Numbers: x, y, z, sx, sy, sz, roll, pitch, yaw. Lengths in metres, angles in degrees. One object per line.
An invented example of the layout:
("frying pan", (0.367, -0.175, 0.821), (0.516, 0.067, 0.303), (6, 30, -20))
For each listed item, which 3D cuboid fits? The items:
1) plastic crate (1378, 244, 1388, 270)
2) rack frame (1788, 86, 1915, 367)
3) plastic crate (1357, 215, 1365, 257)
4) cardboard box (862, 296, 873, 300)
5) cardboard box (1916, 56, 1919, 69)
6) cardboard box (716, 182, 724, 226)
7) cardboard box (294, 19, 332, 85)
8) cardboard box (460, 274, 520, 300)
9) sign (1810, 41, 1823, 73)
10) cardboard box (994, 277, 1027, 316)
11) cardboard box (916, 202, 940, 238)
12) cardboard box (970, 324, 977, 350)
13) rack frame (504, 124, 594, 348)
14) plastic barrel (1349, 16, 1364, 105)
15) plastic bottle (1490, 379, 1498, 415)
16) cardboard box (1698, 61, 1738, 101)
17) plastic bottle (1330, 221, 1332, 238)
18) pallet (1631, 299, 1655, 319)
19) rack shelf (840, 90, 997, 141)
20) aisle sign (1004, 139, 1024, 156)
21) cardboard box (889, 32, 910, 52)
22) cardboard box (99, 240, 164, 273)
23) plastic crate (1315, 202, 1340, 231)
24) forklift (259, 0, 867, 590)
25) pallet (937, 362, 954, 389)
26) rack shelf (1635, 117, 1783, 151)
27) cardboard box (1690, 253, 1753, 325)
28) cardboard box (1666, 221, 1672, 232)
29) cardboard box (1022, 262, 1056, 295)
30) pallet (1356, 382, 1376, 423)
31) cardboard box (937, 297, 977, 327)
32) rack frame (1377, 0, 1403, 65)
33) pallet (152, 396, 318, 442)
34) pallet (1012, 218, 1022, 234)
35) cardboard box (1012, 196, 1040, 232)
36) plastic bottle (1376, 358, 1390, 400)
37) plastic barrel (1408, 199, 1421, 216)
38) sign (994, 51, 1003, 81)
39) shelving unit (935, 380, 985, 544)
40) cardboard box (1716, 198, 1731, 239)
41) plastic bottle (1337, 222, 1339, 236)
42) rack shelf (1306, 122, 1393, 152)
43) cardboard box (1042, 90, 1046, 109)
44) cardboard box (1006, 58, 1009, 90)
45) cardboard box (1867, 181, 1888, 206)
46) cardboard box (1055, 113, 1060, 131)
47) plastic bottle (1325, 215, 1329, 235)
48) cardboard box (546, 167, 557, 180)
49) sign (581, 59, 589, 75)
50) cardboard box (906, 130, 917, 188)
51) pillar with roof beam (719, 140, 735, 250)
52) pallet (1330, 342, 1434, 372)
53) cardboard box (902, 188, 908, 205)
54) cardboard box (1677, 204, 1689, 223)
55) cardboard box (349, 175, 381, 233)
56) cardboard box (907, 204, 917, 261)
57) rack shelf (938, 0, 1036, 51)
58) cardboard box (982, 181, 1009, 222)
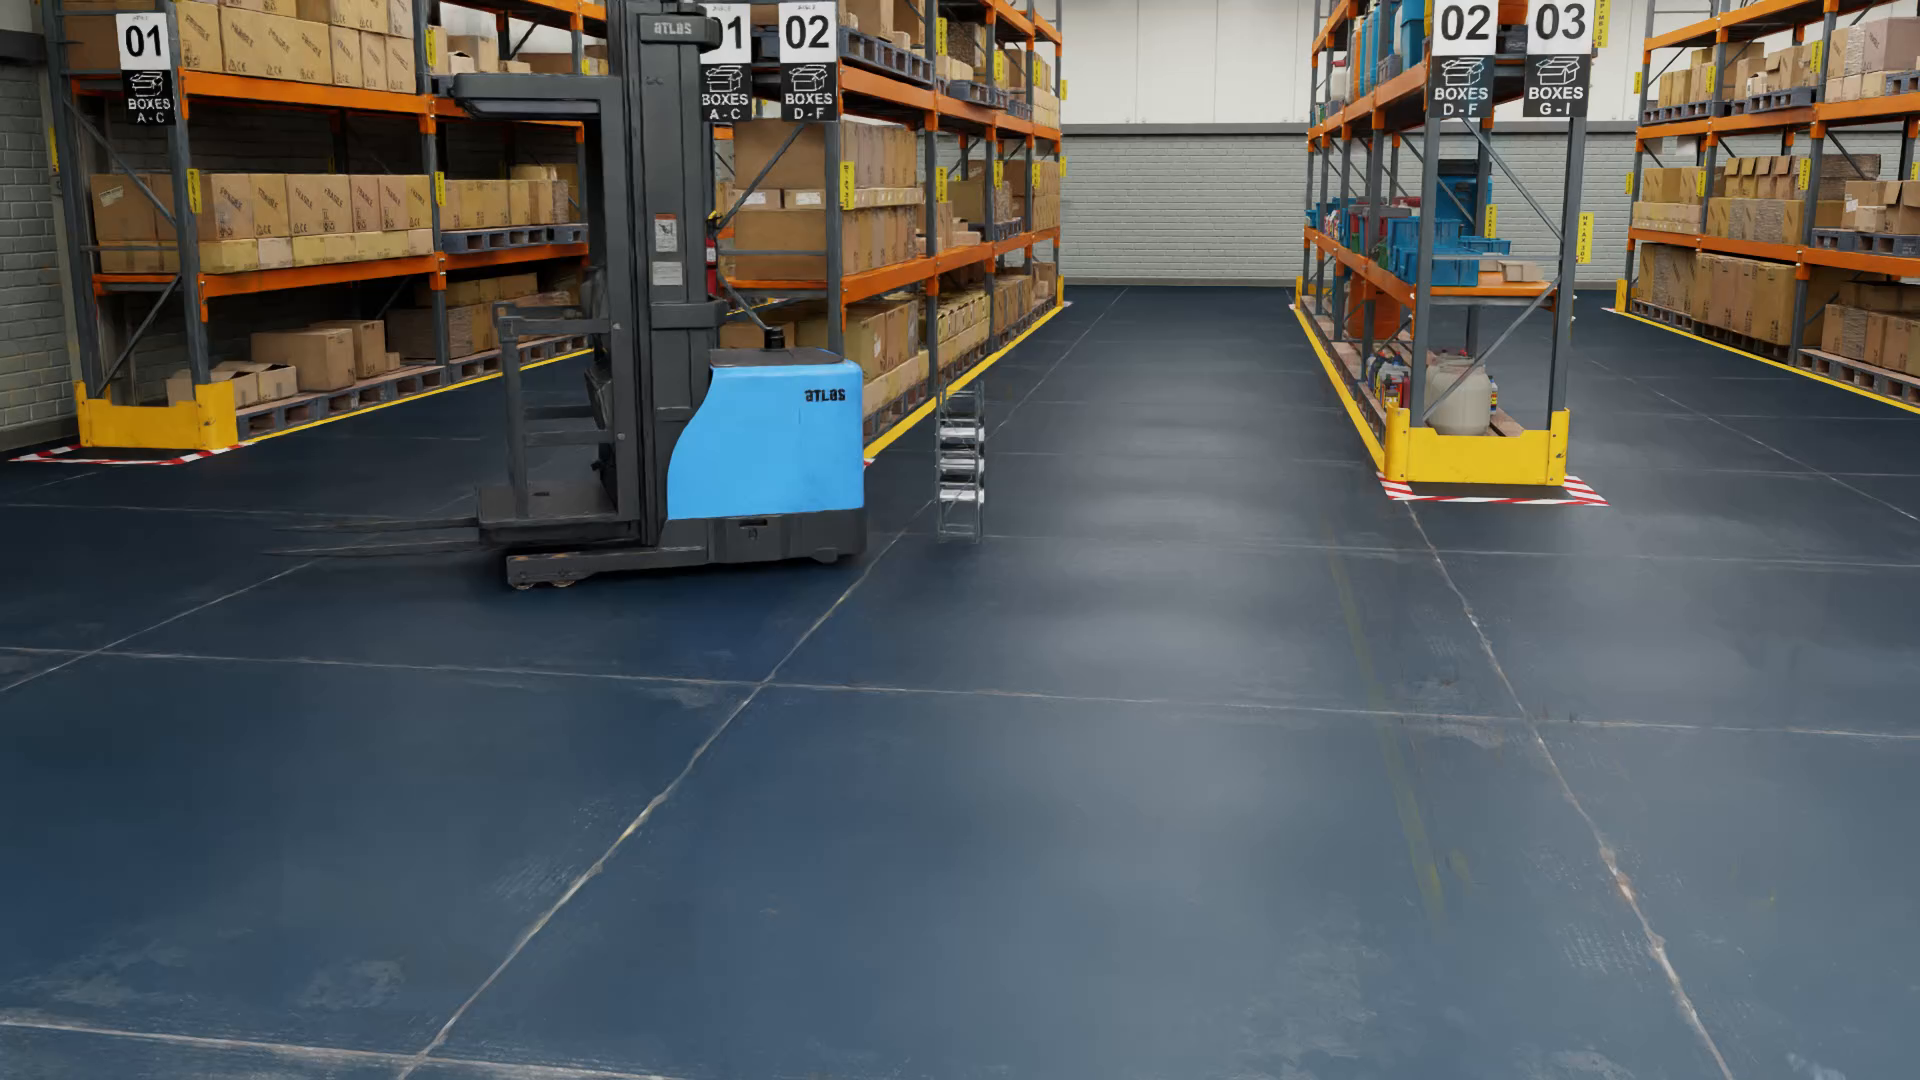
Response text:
("plastic crate", (3.686, -2.324, 13.662), (0.450, 0.188, 0.662), (2, 12, 9))
("rack frame", (9.683, -3.374, 18.028), (1.000, 3.000, 0.127), (2, 12, 9))
("plastic crate", (4.036, -2.933, 16.022), (0.392, 0.384, 0.575), (2, 12, 9))
("cardboard box", (-1.101, -2.004, 15.422), (0.500, 0.500, 0.500), (2, 12, 9))
("cardboard box", (9.257, -4.492, 15.654), (0.380, 0.166, 0.250), (2, 12, 7))
("cardboard box", (-4.168, -5.099, 25.320), (0.980, 0.700, 0.700), (2, 12, 7))
("cardboard box", (-5.677, -4.107, 14.027), (0.500, 0.500, 0.500), (3, 12, 12))
("cardboard box", (-5.283, -2.839, 18.658), (0.500, 0.250, 0.500), (2, 12, 8))
("sign", (9.136, -5.151, 17.740), (0.100, 0.325, 0.005), (2, 12, 9))
("cardboard box", (0.633, -3.307, 22.605), (0.500, 0.500, 0.500), (2, 12, 9))
("cardboard box", (-0.505, -3.181, 16.895), (0.500, 0.500, 0.500), (3, 12, 13))
("cardboard box", (-0.101, -2.227, 18.237), (0.500, 0.250, 0.500), (2, 12, 10))
("rack frame", (-5.000, -3.855, 20.262), (1.000, 3.000, 0.127), (2, 12, 9))
("plastic barrel", (4.448, -5.082, 17.643), (0.600, 0.901, 0.600), (0, 12, 0))
("plastic bottle", (4.145, -1.117, 12.990), (0.097, 0.271, 0.097), (0, 12, 0))
("cardboard box", (10.359, -6.141, 22.275), (0.700, 0.500, 0.500), (1, 12, 5))
("plastic bottle", (4.719, -3.935, 20.939), (0.097, 0.271, 0.097), (0, 12, 0))
("pallet", (10.868, -3.507, 25.265), (1.003, 0.211, 1.213), (2, 12, 9))
("rack shelf", (-0.413, -4.394, 17.348), (1.077, 0.370, 4.000), (2, 12, 9))
("aisle sign", (0.846, -6.655, 27.084), (0.394, 0.787, 0.004), (2, 12, 9))
("cardboard box", (-0.636, -4.220, 14.102), (0.380, 0.149, 0.250), (2, 12, 9))
("cardboard box", (-6.350, -2.230, 13.029), (0.500, 0.250, 0.500), (2, 12, 9))
("plastic crate", (5.139, -4.497, 23.134), (0.392, 0.384, 0.575), (2, 12, 9))
("forklift", (-2.072, -1.308, 8.604), (3.031, 2.935, 1.130), (-4, 13, -16))
("pallet", (-0.645, -1.654, 16.668), (1.003, 0.211, 1.213), (2, 12, 9))
("rack shelf", (10.606, -5.737, 23.583), (1.077, 0.370, 4.000), (2, 12, 9))
("cardboard box", (10.219, -3.239, 21.450), (1.225, 0.875, 0.875), (2, 12, 9))
("cardboard box", (10.219, -4.425, 23.503), (0.380, 0.149, 0.250), (2, 12, 8))
("cardboard box", (1.285, -4.233, 26.903), (0.500, 0.500, 0.500), (2, 12, 9))
("pallet", (4.029, -1.200, 14.560), (1.003, 0.211, 1.213), (2, 12, 9))
("cardboard box", (-0.096, -2.500, 18.174), (0.500, 0.311, 0.500), (2, 12, 8))
("rack frame", (4.174, -5.634, 14.276), (1.000, 3.000, 0.127), (2, 12, 9))
("pallet", (-6.059, -1.010, 13.681), (1.003, 0.211, 1.213), (2, 12, 9))
("pallet", (0.279, -4.271, 22.649), (1.003, 0.211, 1.213), (2, 12, 9))
("cardboard box", (0.858, -4.674, 23.825), (0.500, 0.500, 0.500), (2, 12, 10))
("plastic bottle", (3.545, -1.339, 13.831), (0.144, 0.351, 0.185), (2, 12, 8))
("plastic barrel", (4.650, -3.113, 16.494), (0.433, 0.535, 0.433), (0, 12, 0))
("sign", (0.442, -5.433, 19.050), (0.100, 0.325, 0.005), (2, 12, 9))
("shelving unit", (0.001, -0.442, 9.406), (0.258, 0.900, 0.210), (2, 12, 9))
("cardboard box", (9.904, -4.063, 20.988), (0.500, 0.500, 0.500), (2, 12, 9))
("plastic bottle", (4.531, -3.681, 19.760), (0.097, 0.271, 0.097), (0, 12, 0))
("rack shelf", (5.712, -5.898, 24.328), (1.077, 0.370, 4.000), (2, 12, 9))
("cardboard box", (0.994, -6.466, 24.428), (0.500, 0.250, 0.500), (2, 12, 9))
("cardboard box", (0.360, -6.195, 22.527), (0.600, 0.600, 0.600), (1, 12, 3))
("cardboard box", (9.652, -3.395, 16.891), (0.700, 0.500, 0.500), (4, 13, 17))
("cardboard box", (1.307, -6.638, 26.412), (0.500, 0.250, 0.500), (2, 12, 9))
("plastic bottle", (4.900, -4.146, 21.906), (0.152, 0.276, 0.135), (2, 12, 9))
("cardboard box", (-5.024, -4.363, 19.799), (0.380, 0.149, 0.250), (0, 12, 1))
("sign", (-4.464, -5.556, 19.808), (0.100, 0.325, 0.005), (2, 12, 9))
("cardboard box", (-0.782, -3.453, 15.080), (0.700, 0.500, 0.500), (2, 12, 9))
("pillar with roof beam", (0.044, -8.904, 29.448), (9.100, 9.000, 0.400), (2, 12, 9))
("pallet", (4.631, -2.011, 18.324), (1.003, 0.211, 1.213), (2, 12, 9))
("cardboard box", (-0.667, -3.004, 14.537), (0.380, 0.149, 0.250), (2, 12, 9))
("cardboard box", (10.184, -4.487, 22.842), (0.500, 0.250, 0.500), (2, 12, 10))
("cardboard box", (-5.542, -3.008, 14.862), (0.500, 0.500, 0.500), (2, 12, 7))
("cardboard box", (-0.782, -2.819, 15.217), (0.700, 0.500, 0.500), (2, 12, 7))
("rack shelf", (0.203, -6.497, 20.938), (1.077, 0.370, 4.000), (2, 12, 9))
("cardboard box", (0.210, -4.268, 20.946), (0.700, 0.500, 0.500), (4, 13, 19))
